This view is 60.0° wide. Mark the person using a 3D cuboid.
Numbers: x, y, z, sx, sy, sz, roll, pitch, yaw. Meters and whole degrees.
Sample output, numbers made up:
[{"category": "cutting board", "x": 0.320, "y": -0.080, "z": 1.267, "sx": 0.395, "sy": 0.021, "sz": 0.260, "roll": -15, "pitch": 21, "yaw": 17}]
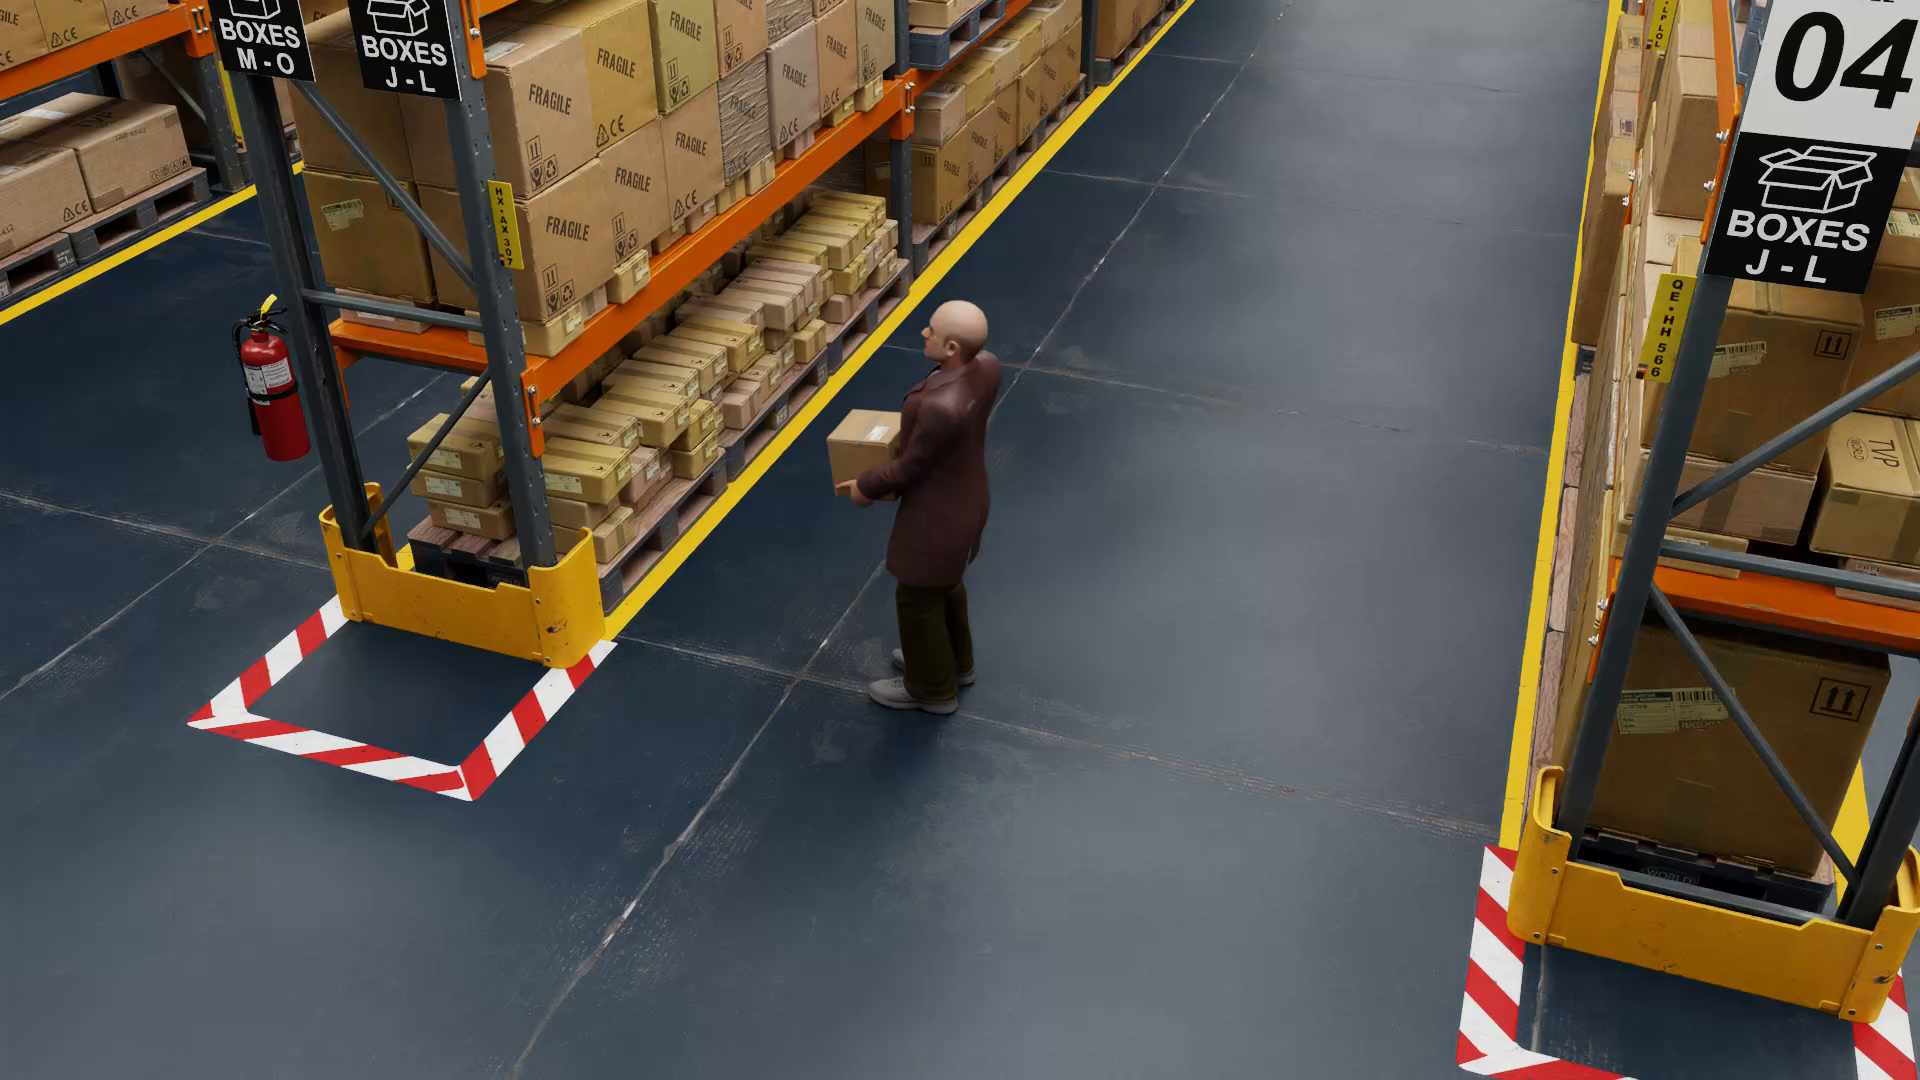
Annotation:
[{"category": "person", "x": -0.163, "y": -0.128, "z": 6.357, "sx": 0.563, "sy": 1.769, "sz": 0.527, "roll": 11, "pitch": 34, "yaw": 17}]
